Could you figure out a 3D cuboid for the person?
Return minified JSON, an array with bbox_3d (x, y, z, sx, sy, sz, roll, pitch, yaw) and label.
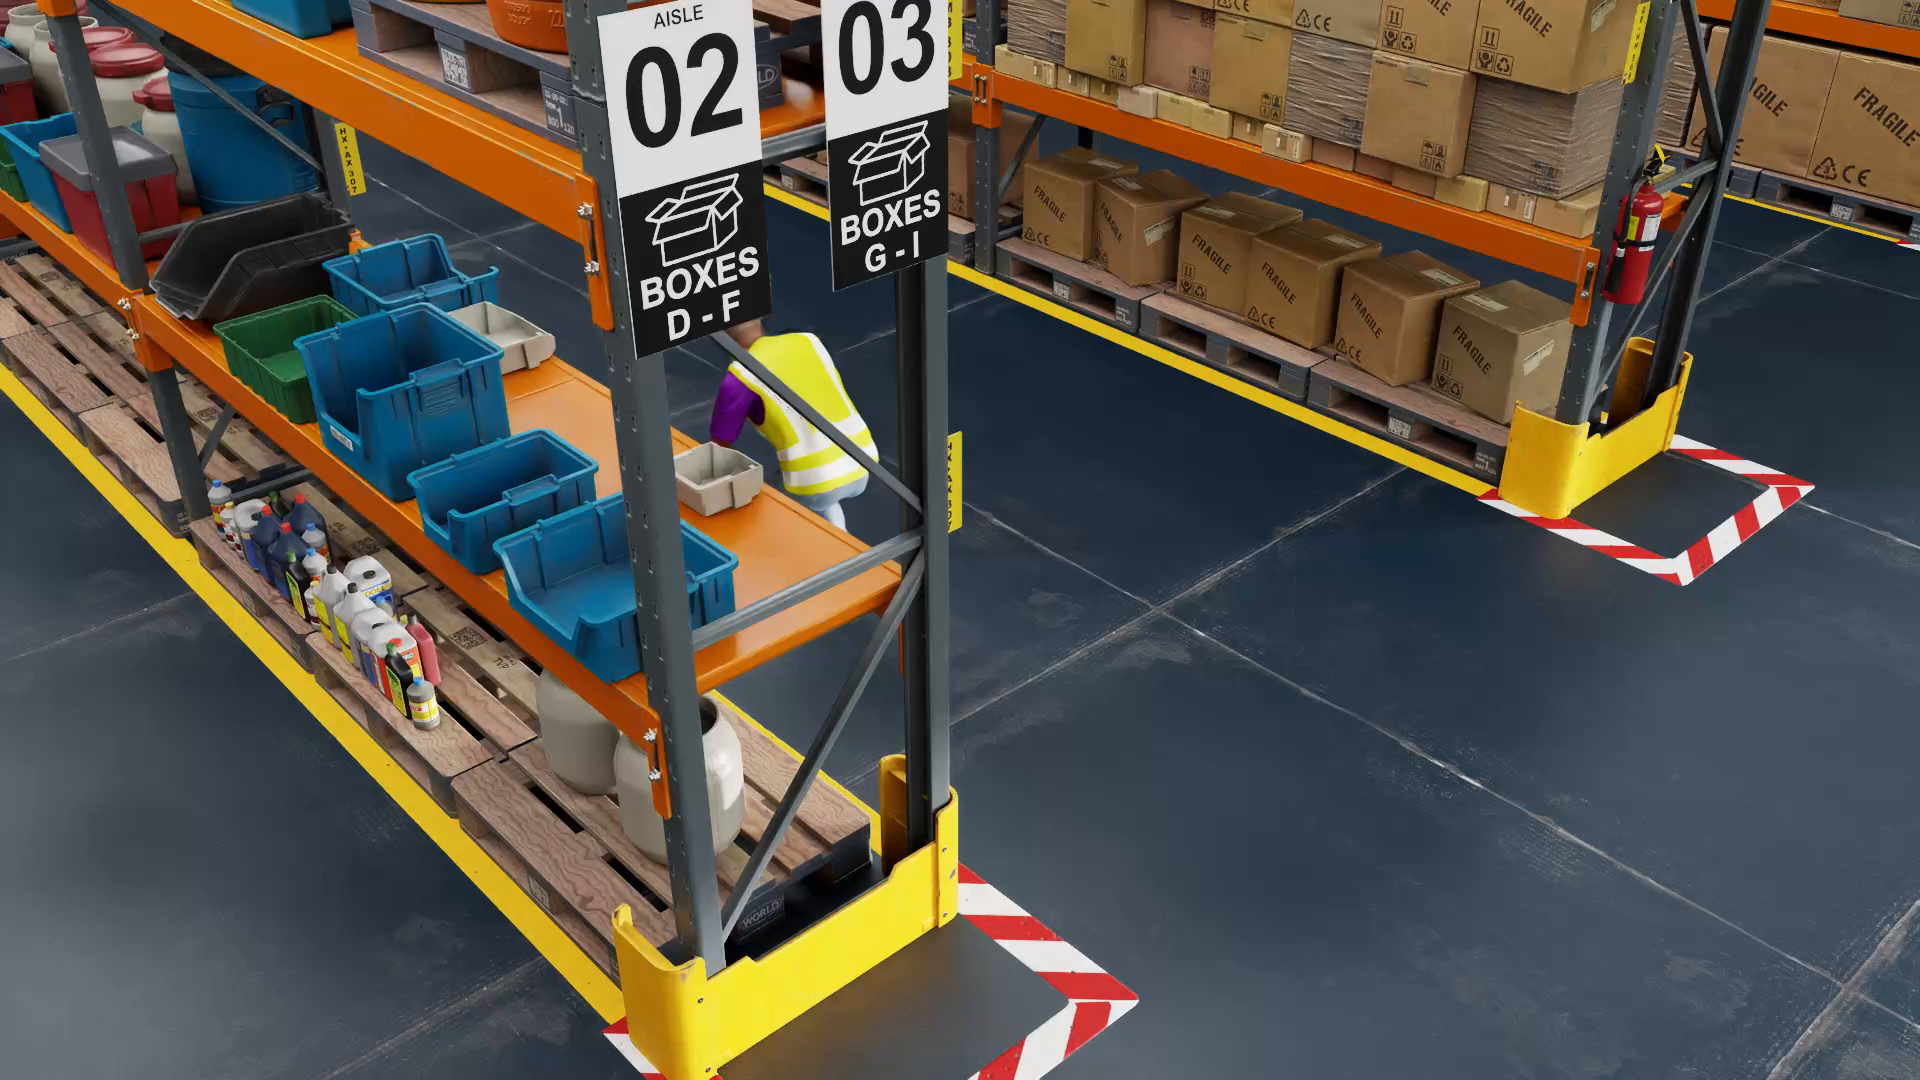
[{"bbox_3d":[-0.736,-0.338,7.068,0.631,1.343,0.792,-26,40,-35],"label":"person"}]
